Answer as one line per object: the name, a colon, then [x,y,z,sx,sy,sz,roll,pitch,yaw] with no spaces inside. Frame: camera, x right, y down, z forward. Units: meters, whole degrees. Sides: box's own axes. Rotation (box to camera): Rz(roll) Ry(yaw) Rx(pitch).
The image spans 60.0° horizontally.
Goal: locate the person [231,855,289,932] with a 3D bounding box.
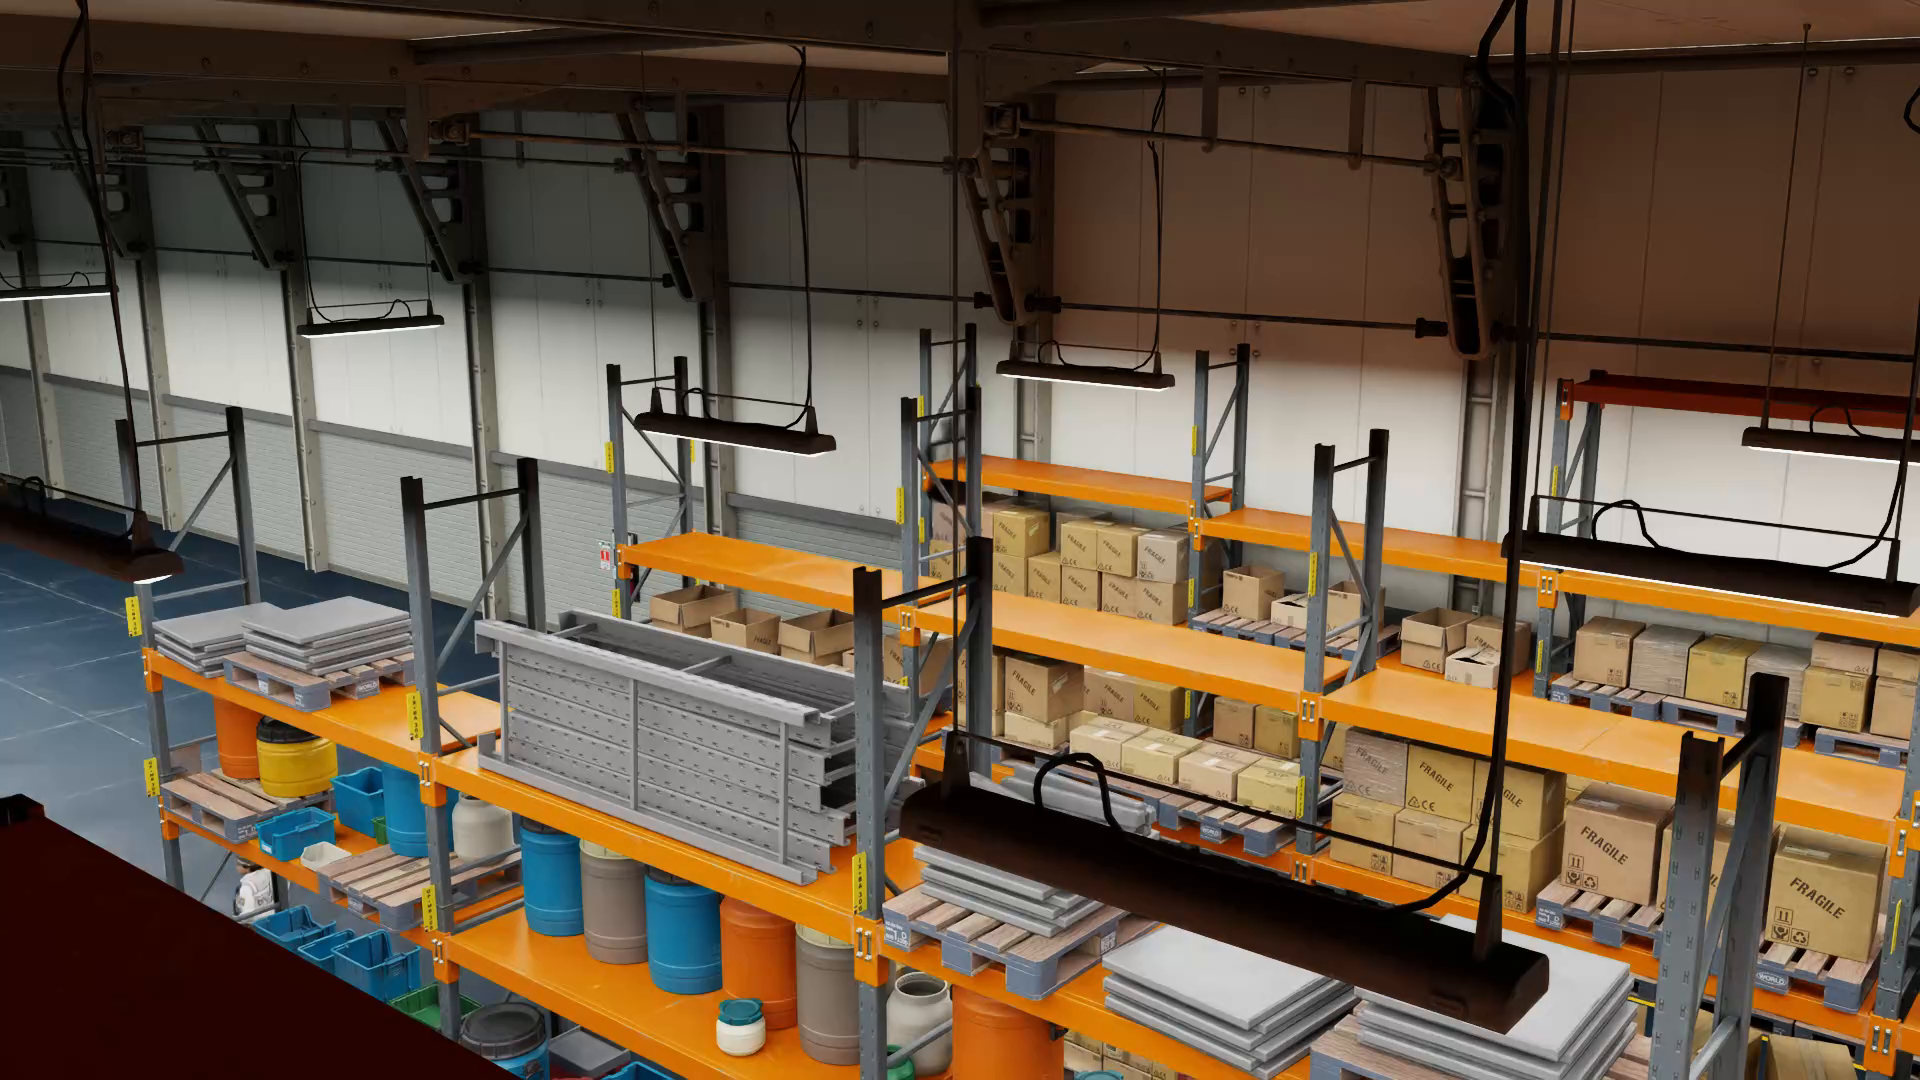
person: [-6.718,3.726,16.083,0.766,1.636,0.667,1,13,6]
